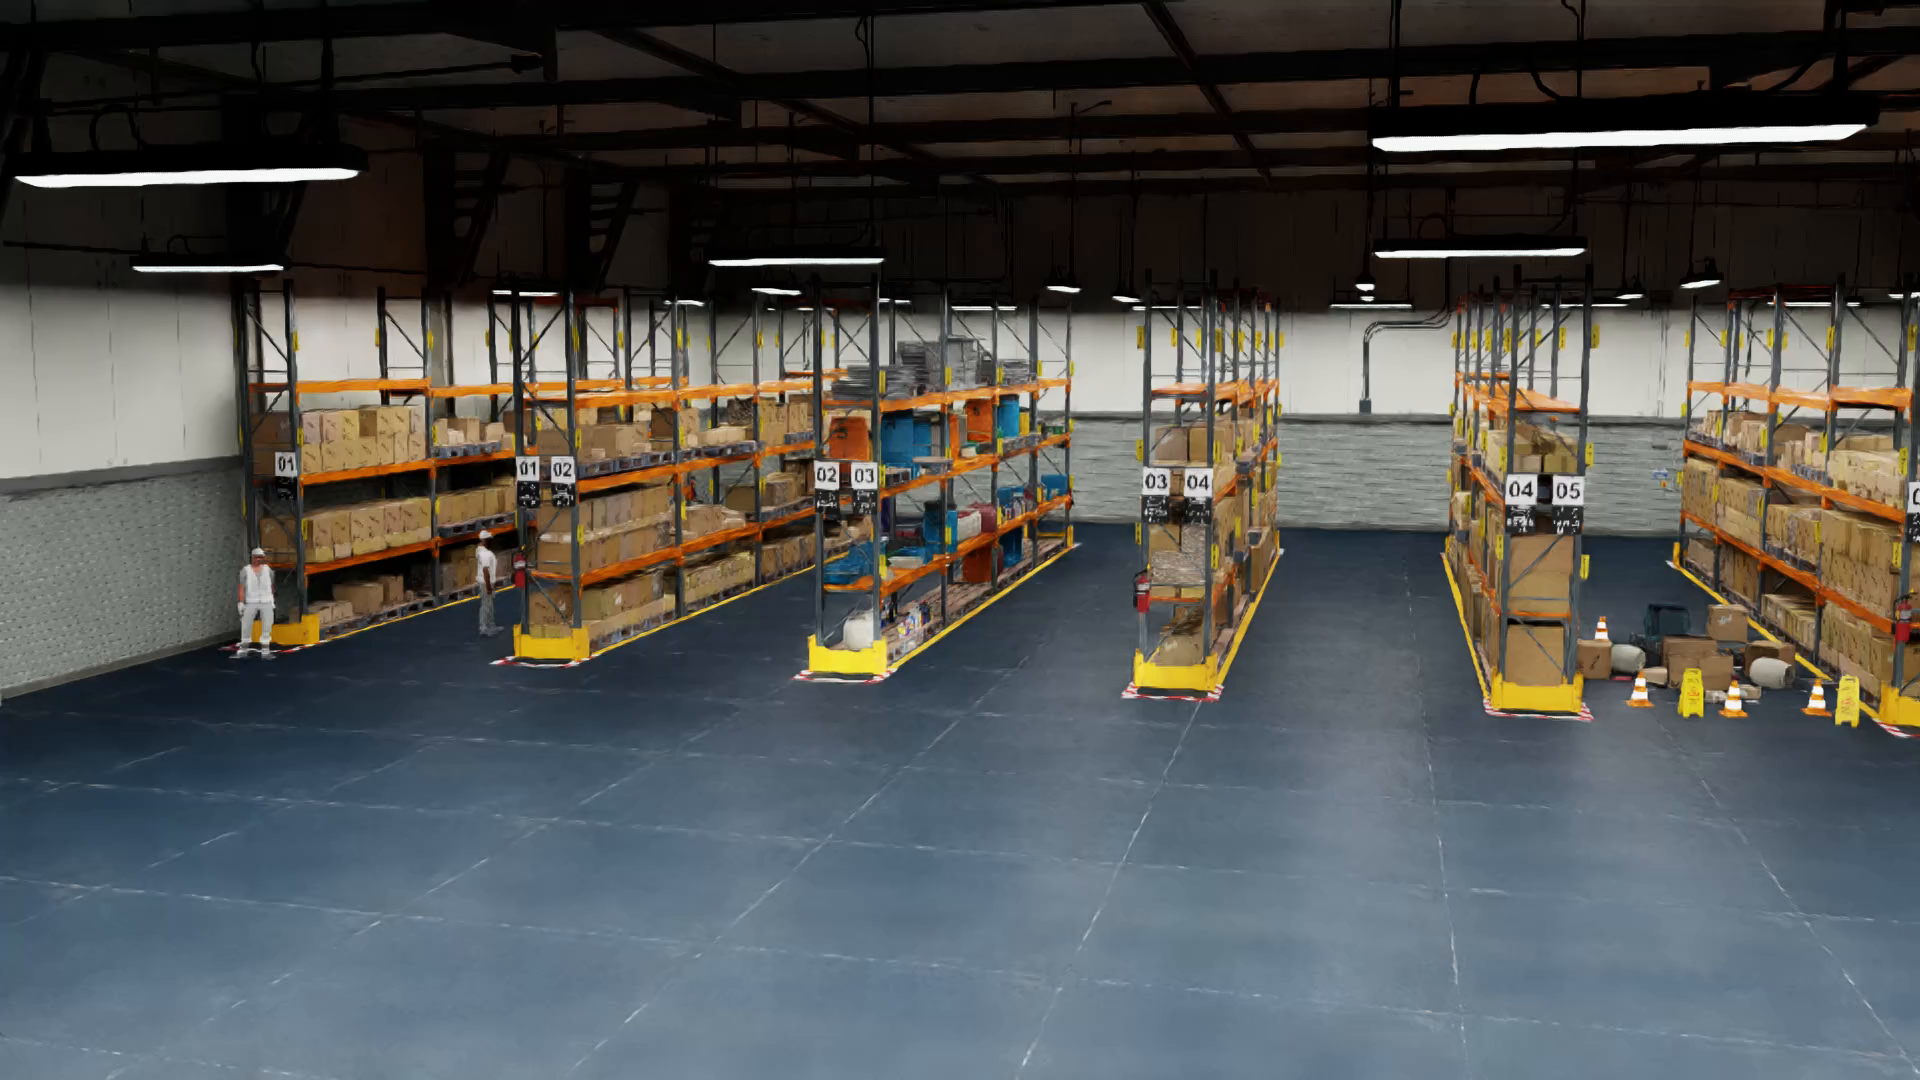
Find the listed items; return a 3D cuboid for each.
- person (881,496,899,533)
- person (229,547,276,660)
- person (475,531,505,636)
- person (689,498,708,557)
[{"bbox_3d":[-1.867,-1.018,43.509,0.552,1.634,0.546,-6,9,-39],"label":"person"},{"bbox_3d":[-11.121,1.000,26.086,0.708,1.787,0.473,-4,8,-28],"label":"person"},{"bbox_3d":[-8.014,0.716,28.338,0.452,1.768,0.632,-2,7,-17],"label":"person"},{"bbox_3d":[-5.644,-0.114,36.018,0.639,1.631,0.508,2,7,13],"label":"person"}]
